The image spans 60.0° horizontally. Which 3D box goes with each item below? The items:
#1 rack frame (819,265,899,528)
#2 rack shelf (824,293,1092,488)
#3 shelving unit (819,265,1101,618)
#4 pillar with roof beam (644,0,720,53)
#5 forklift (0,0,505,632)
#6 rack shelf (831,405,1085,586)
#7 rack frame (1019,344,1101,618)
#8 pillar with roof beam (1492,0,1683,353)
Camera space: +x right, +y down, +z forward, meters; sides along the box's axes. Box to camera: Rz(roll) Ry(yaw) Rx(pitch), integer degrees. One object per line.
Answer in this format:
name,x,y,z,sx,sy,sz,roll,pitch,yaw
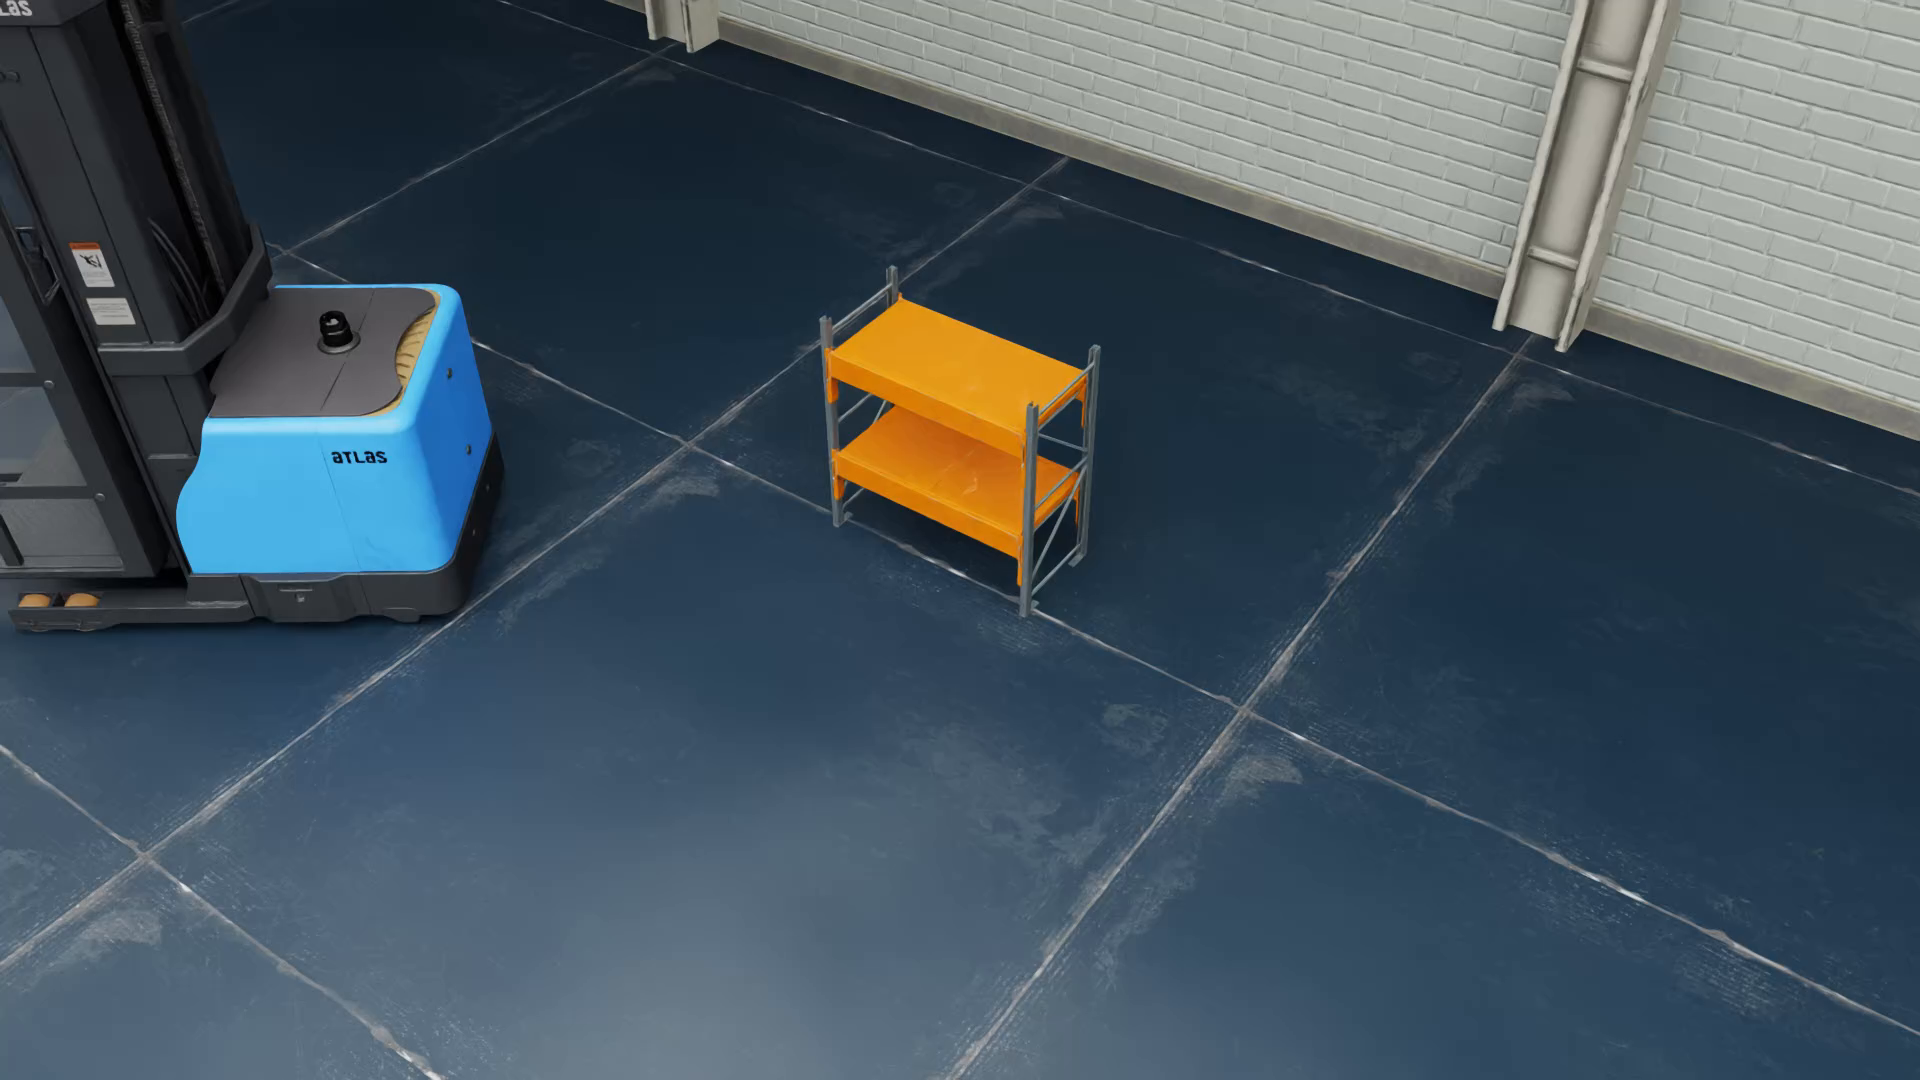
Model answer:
rack frame,-0.422,-0.616,7.344,0.032,1.125,0.500,25,48,25
rack shelf,-0.006,-0.640,6.931,1.000,0.278,0.538,25,48,25
shelving unit,-0.006,-0.422,7.126,1.048,1.125,0.538,25,48,25
pillar with roof beam,-4.340,-4.424,5.694,0.400,9.000,9.100,25,48,25
forklift,-3.630,-1.059,6.484,3.031,2.935,1.130,-1,42,-1
rack shelf,-0.006,-0.240,7.289,1.000,0.278,0.538,25,48,25
rack frame,0.411,-0.227,6.909,0.032,1.125,0.500,25,48,25
pillar with roof beam,0.573,-2.127,3.127,0.400,9.000,9.100,25,48,25
